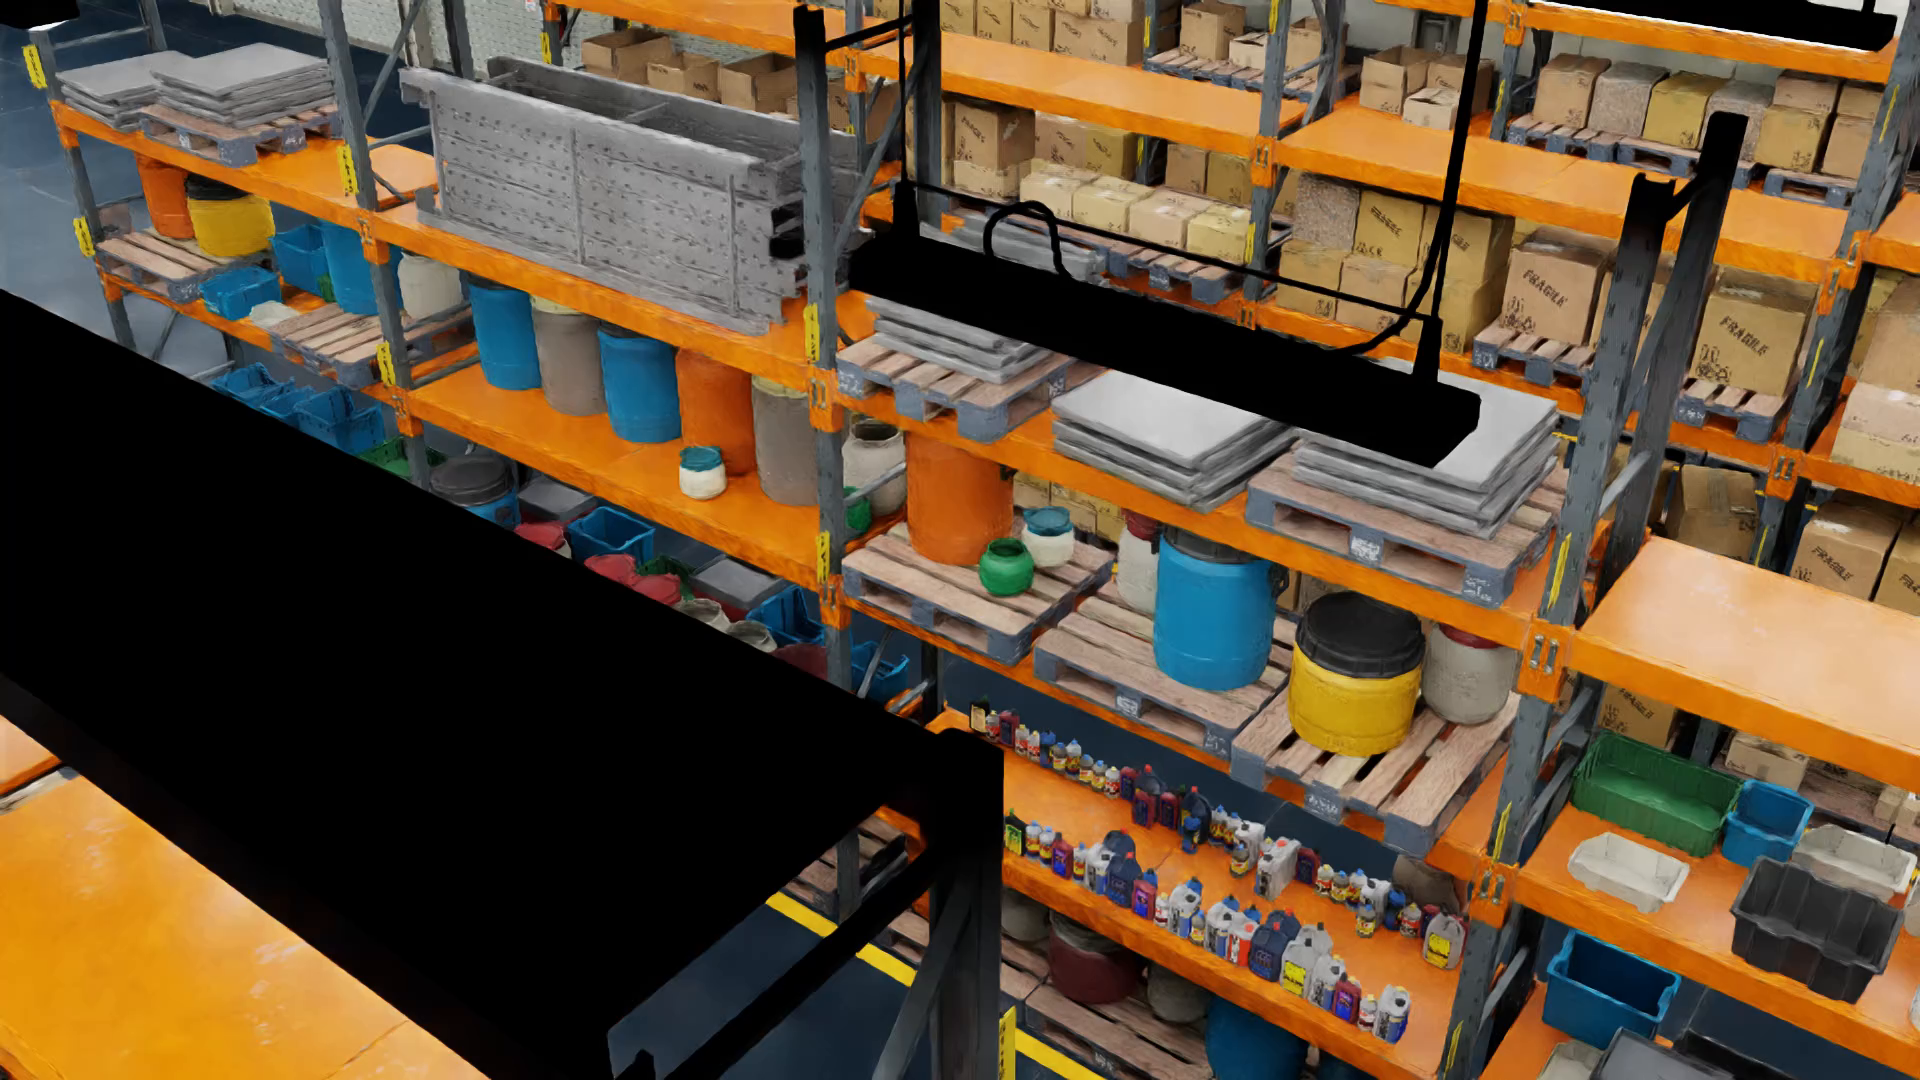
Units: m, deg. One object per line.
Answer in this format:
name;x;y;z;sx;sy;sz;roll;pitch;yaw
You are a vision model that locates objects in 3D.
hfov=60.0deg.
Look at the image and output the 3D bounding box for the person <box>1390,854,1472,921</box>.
person;2.923;2.066;10.217;0.601;1.720;0.673;-19;36;-29
